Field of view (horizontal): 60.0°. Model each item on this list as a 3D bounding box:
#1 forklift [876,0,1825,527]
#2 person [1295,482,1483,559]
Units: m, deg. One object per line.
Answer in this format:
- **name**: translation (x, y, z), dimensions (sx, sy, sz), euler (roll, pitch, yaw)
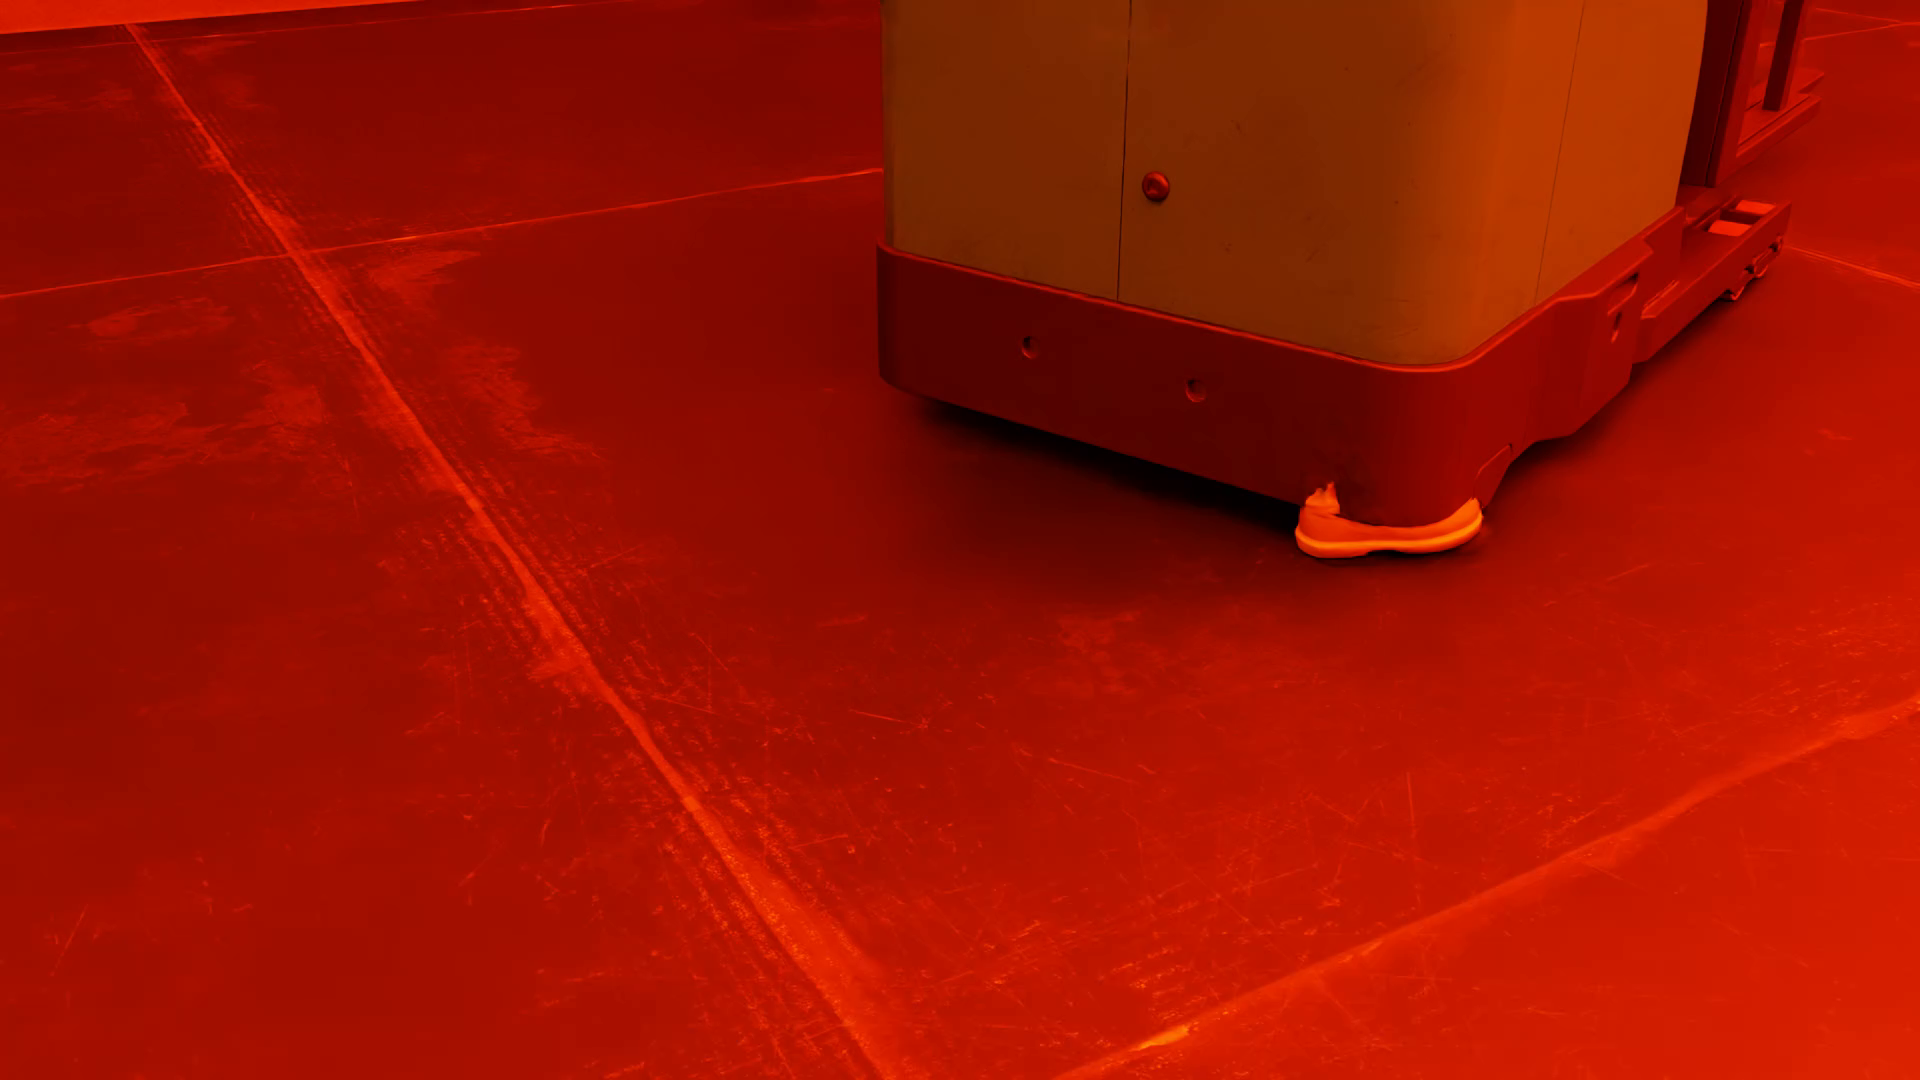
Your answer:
- **forklift**: translation (1.152, -1.929, 3.063), dimensions (1.130, 2.935, 3.031), euler (19, 33, 33)
- **person**: translation (0.537, -0.831, 2.459), dimensions (0.645, 1.506, 0.830), euler (0, 27, 0)
